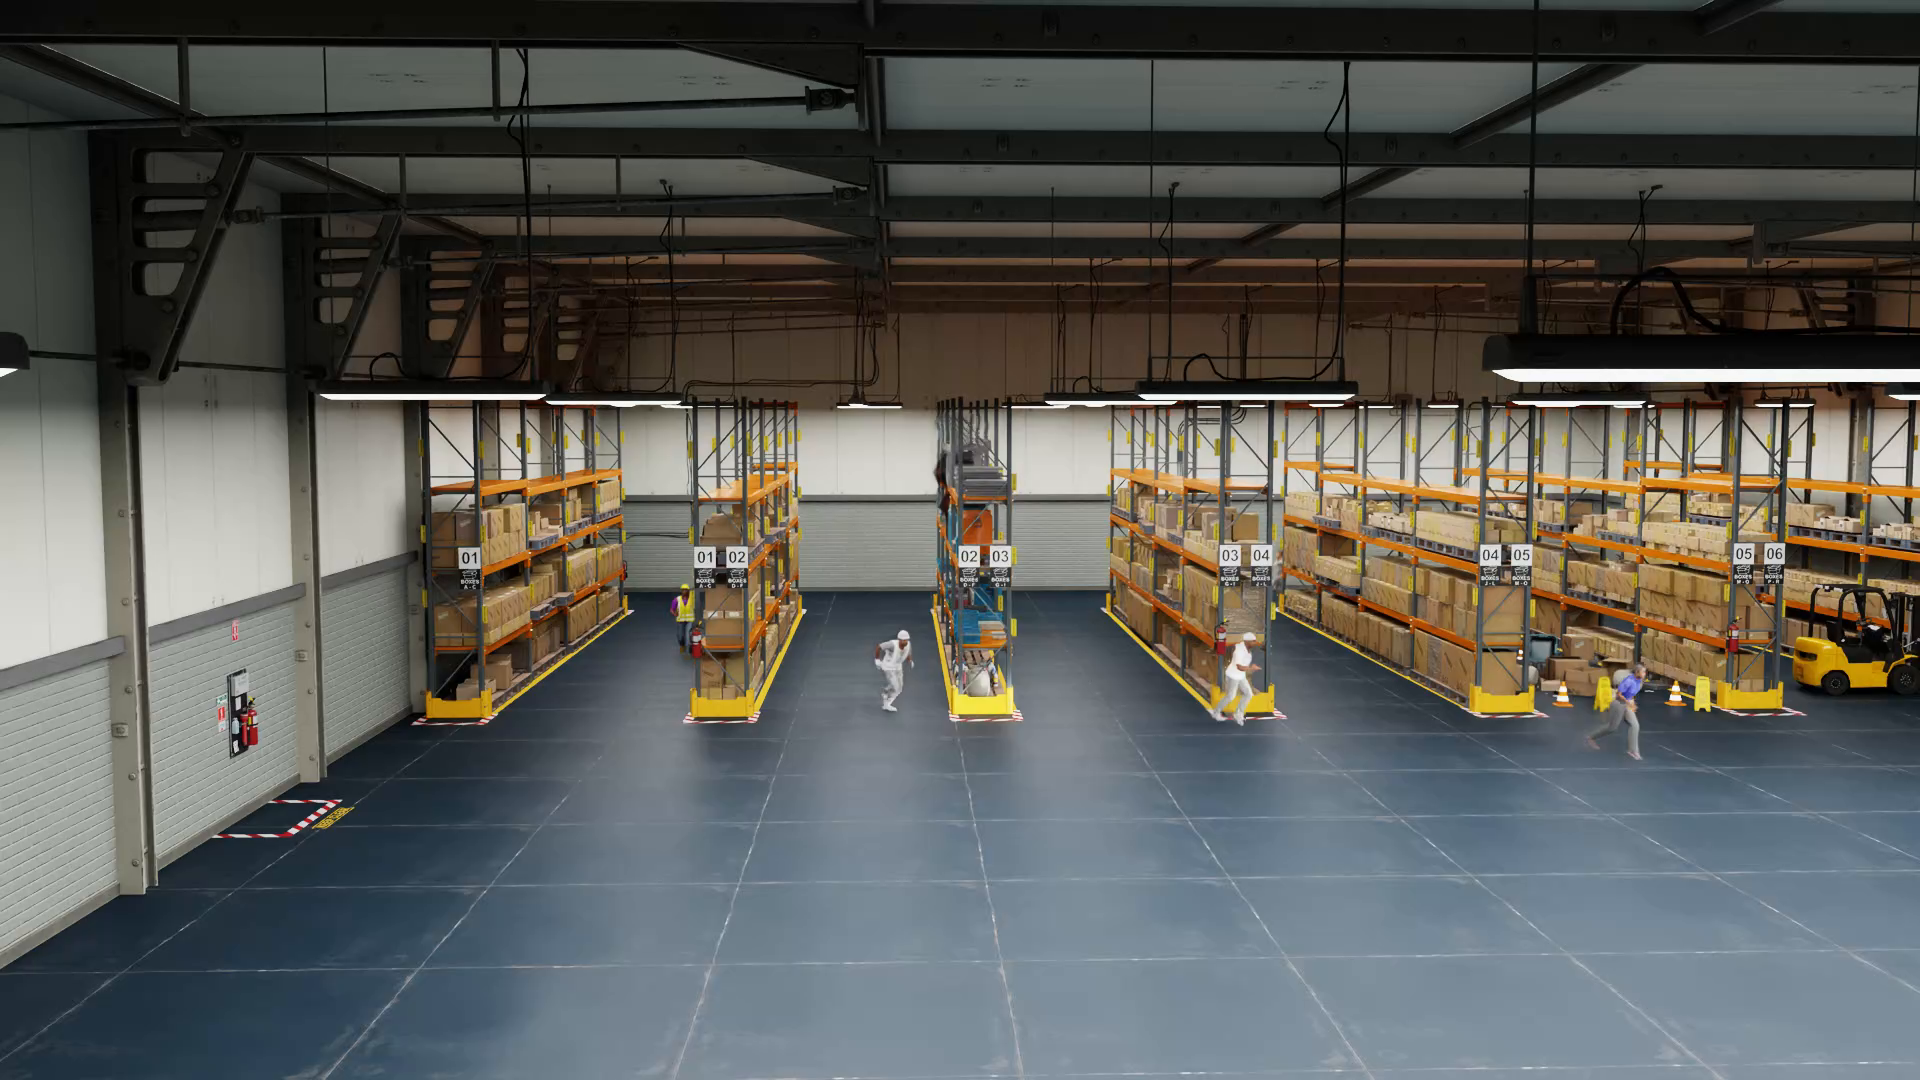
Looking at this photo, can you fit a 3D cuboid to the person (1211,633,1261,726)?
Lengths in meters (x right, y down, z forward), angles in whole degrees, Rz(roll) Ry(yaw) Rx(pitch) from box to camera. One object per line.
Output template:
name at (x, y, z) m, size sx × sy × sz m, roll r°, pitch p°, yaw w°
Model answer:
person at (5.065, 2.555, 30.371) m, size 0.942 × 1.772 × 0.653 m, roll 2°, pitch 5°, yaw 29°

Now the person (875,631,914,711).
person at (-1.247, 2.492, 31.593) m, size 0.715 × 1.589 × 0.820 m, roll -4°, pitch 6°, yaw -39°

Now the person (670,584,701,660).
person at (-6.358, 1.886, 38.533) m, size 0.701 × 1.733 × 0.791 m, roll 0°, pitch 4°, yaw -6°

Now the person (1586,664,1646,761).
person at (10.917, 2.830, 27.649) m, size 0.975 × 1.601 × 0.610 m, roll 4°, pitch 6°, yaw 41°

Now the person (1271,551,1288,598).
person at (9.303, 1.117, 48.890) m, size 0.884 × 1.639 × 0.624 m, roll 0°, pitch 4°, yaw 5°
